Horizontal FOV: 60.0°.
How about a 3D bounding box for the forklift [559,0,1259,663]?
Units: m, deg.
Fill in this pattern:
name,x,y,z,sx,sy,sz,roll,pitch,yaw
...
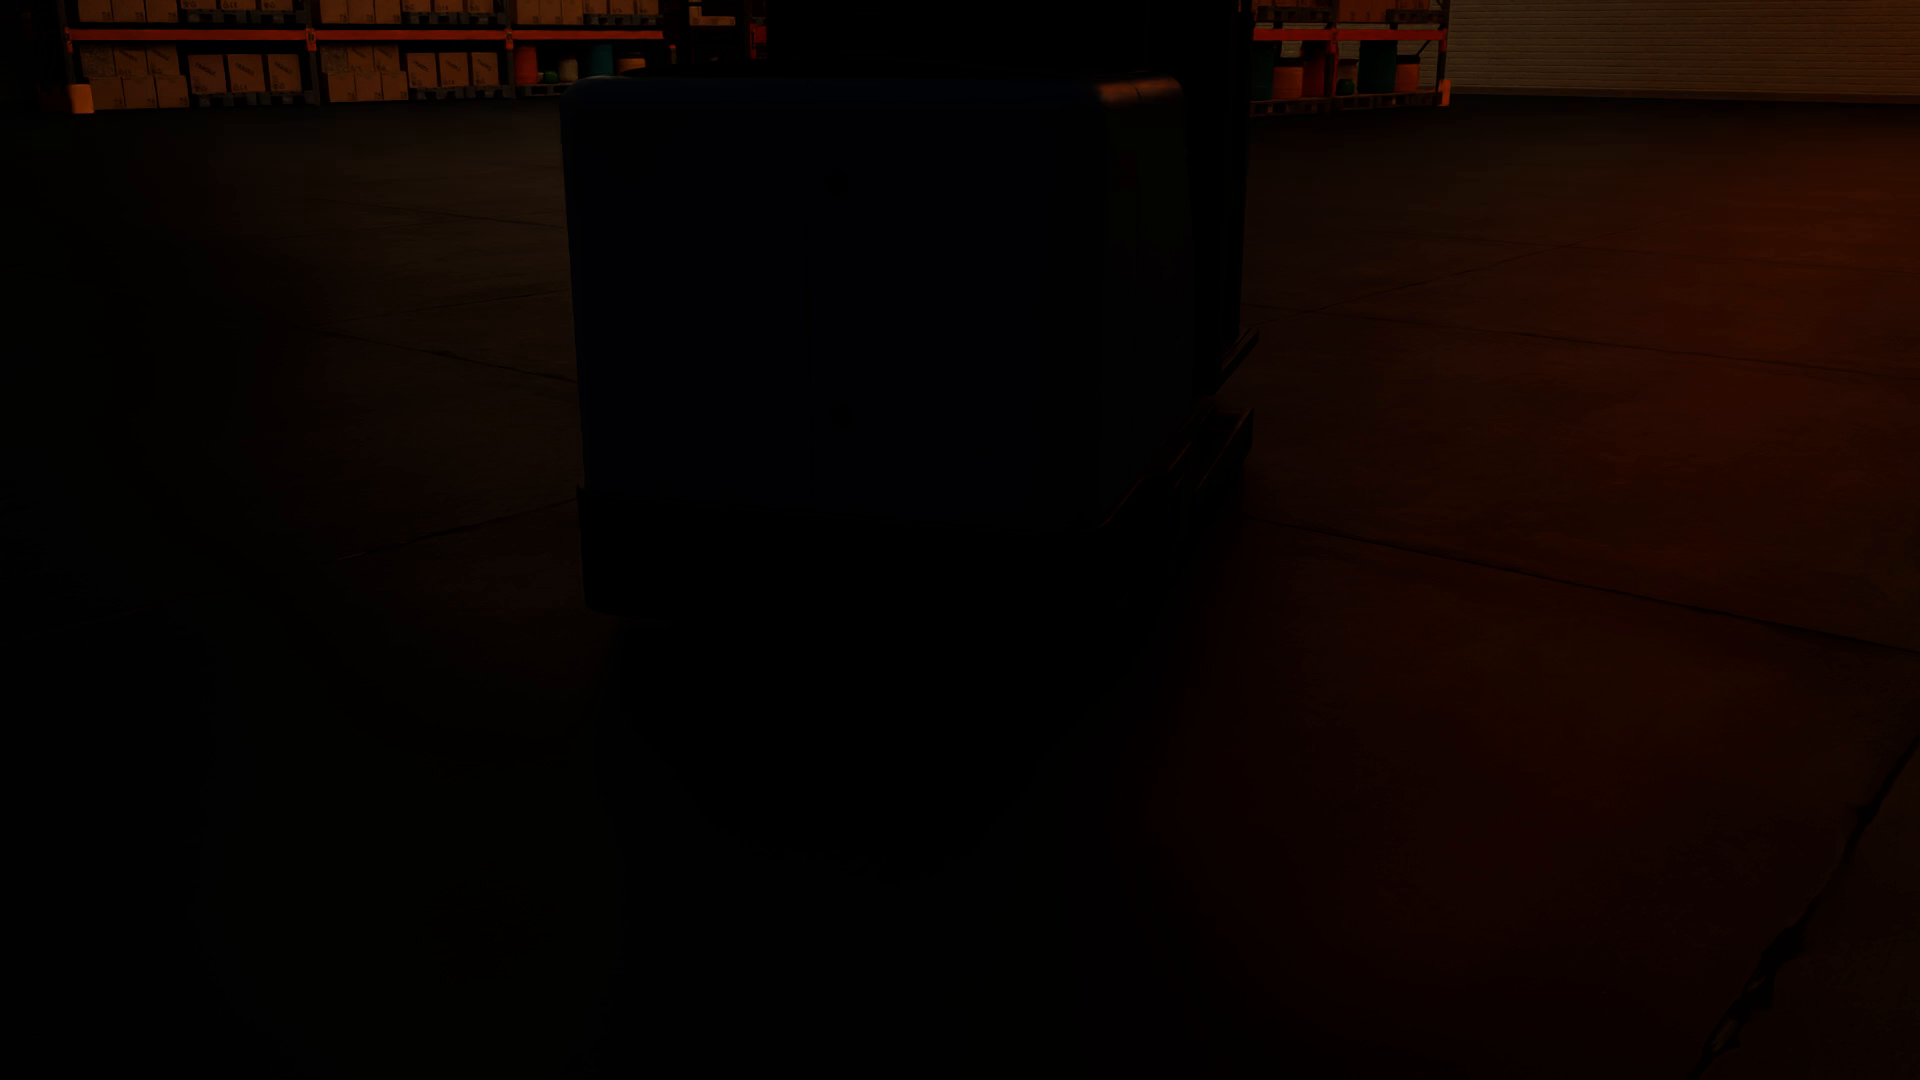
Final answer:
name,x,y,z,sx,sy,sz,roll,pitch,yaw
forklift,0.182,-1.571,4.072,1.130,2.935,3.031,5,18,17
